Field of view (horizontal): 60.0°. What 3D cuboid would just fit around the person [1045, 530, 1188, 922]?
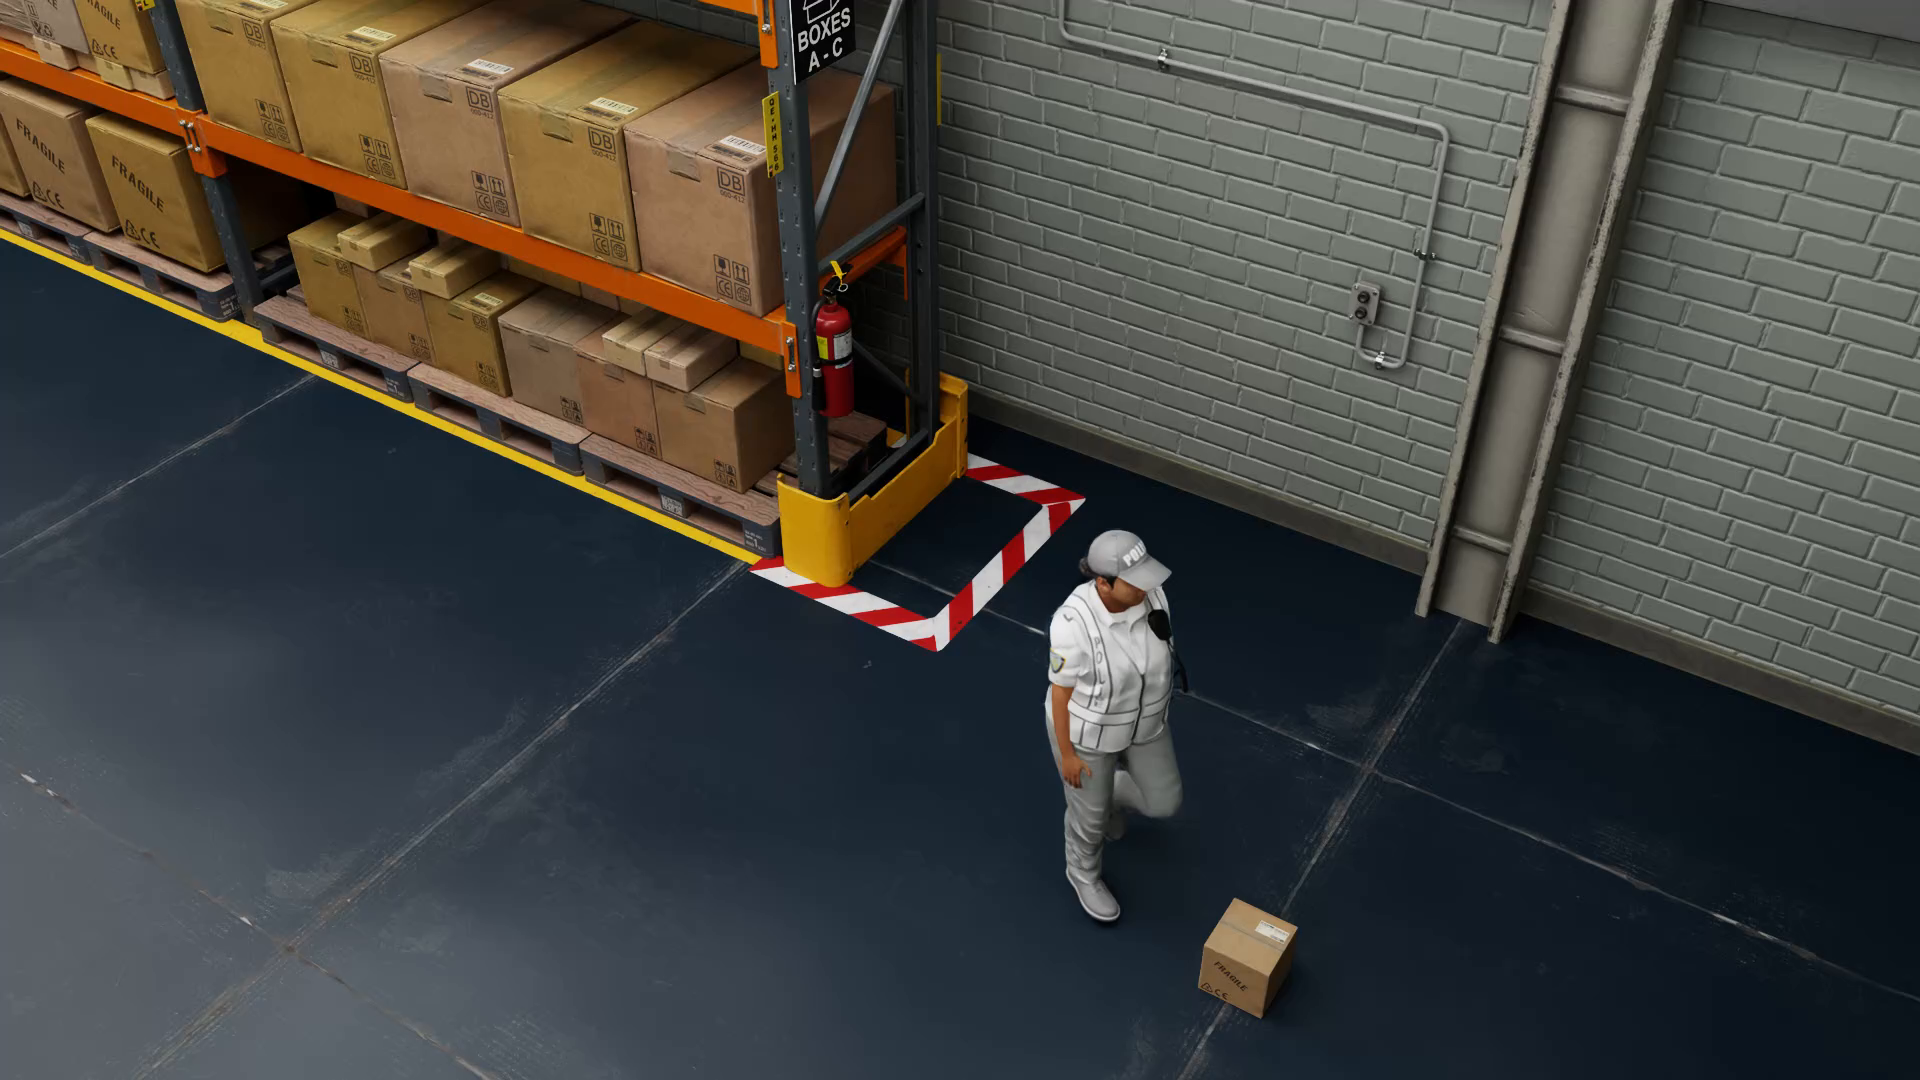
[{"bbox_3d":[0.520,0.625,5.871,0.490,1.653,0.496,-17,42,-21],"label":"person"}]
